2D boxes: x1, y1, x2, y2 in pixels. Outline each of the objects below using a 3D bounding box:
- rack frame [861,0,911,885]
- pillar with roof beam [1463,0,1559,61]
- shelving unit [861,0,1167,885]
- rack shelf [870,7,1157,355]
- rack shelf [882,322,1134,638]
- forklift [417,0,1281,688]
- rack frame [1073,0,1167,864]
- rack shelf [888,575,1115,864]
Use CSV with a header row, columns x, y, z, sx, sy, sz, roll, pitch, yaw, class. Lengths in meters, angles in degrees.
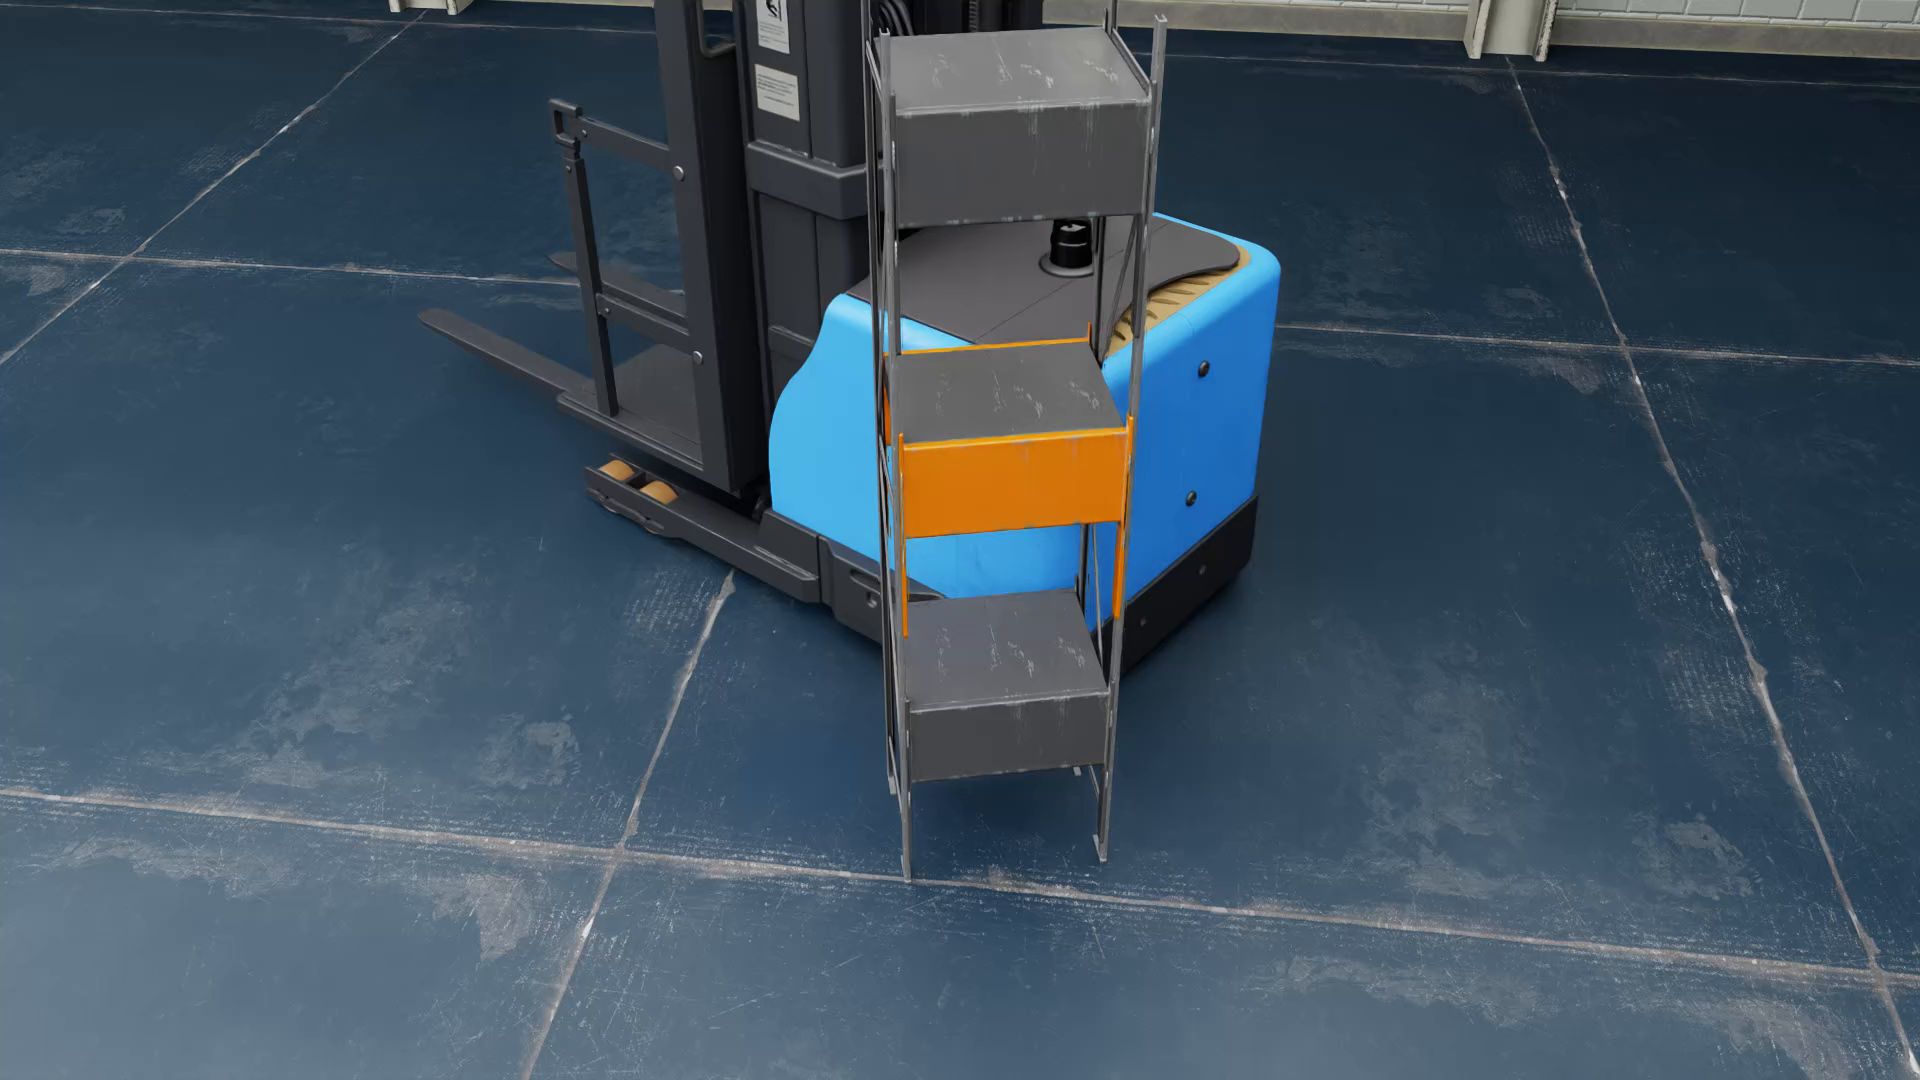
x,y,z,sx,sy,sz,roll,pitch,yaw,class
-0.156,-0.126,3.620,0.015,2.100,0.400,-5,36,-7,rack frame
2.377,-3.819,2.854,0.400,9.000,9.100,4,36,6,pillar with roof beam
0.086,-0.147,3.648,0.503,2.100,0.431,-5,36,-7,shelving unit
0.086,-0.706,3.250,0.480,0.518,0.431,-5,36,-7,rack shelf
0.086,-0.136,3.656,0.480,0.518,0.431,-5,36,-7,rack shelf
-0.577,-1.424,4.722,3.031,2.935,1.130,25,43,31,forklift
0.327,-0.167,3.677,0.015,2.100,0.400,-5,36,-7,rack frame
0.086,0.434,4.063,0.480,0.518,0.431,-5,36,-7,rack shelf
